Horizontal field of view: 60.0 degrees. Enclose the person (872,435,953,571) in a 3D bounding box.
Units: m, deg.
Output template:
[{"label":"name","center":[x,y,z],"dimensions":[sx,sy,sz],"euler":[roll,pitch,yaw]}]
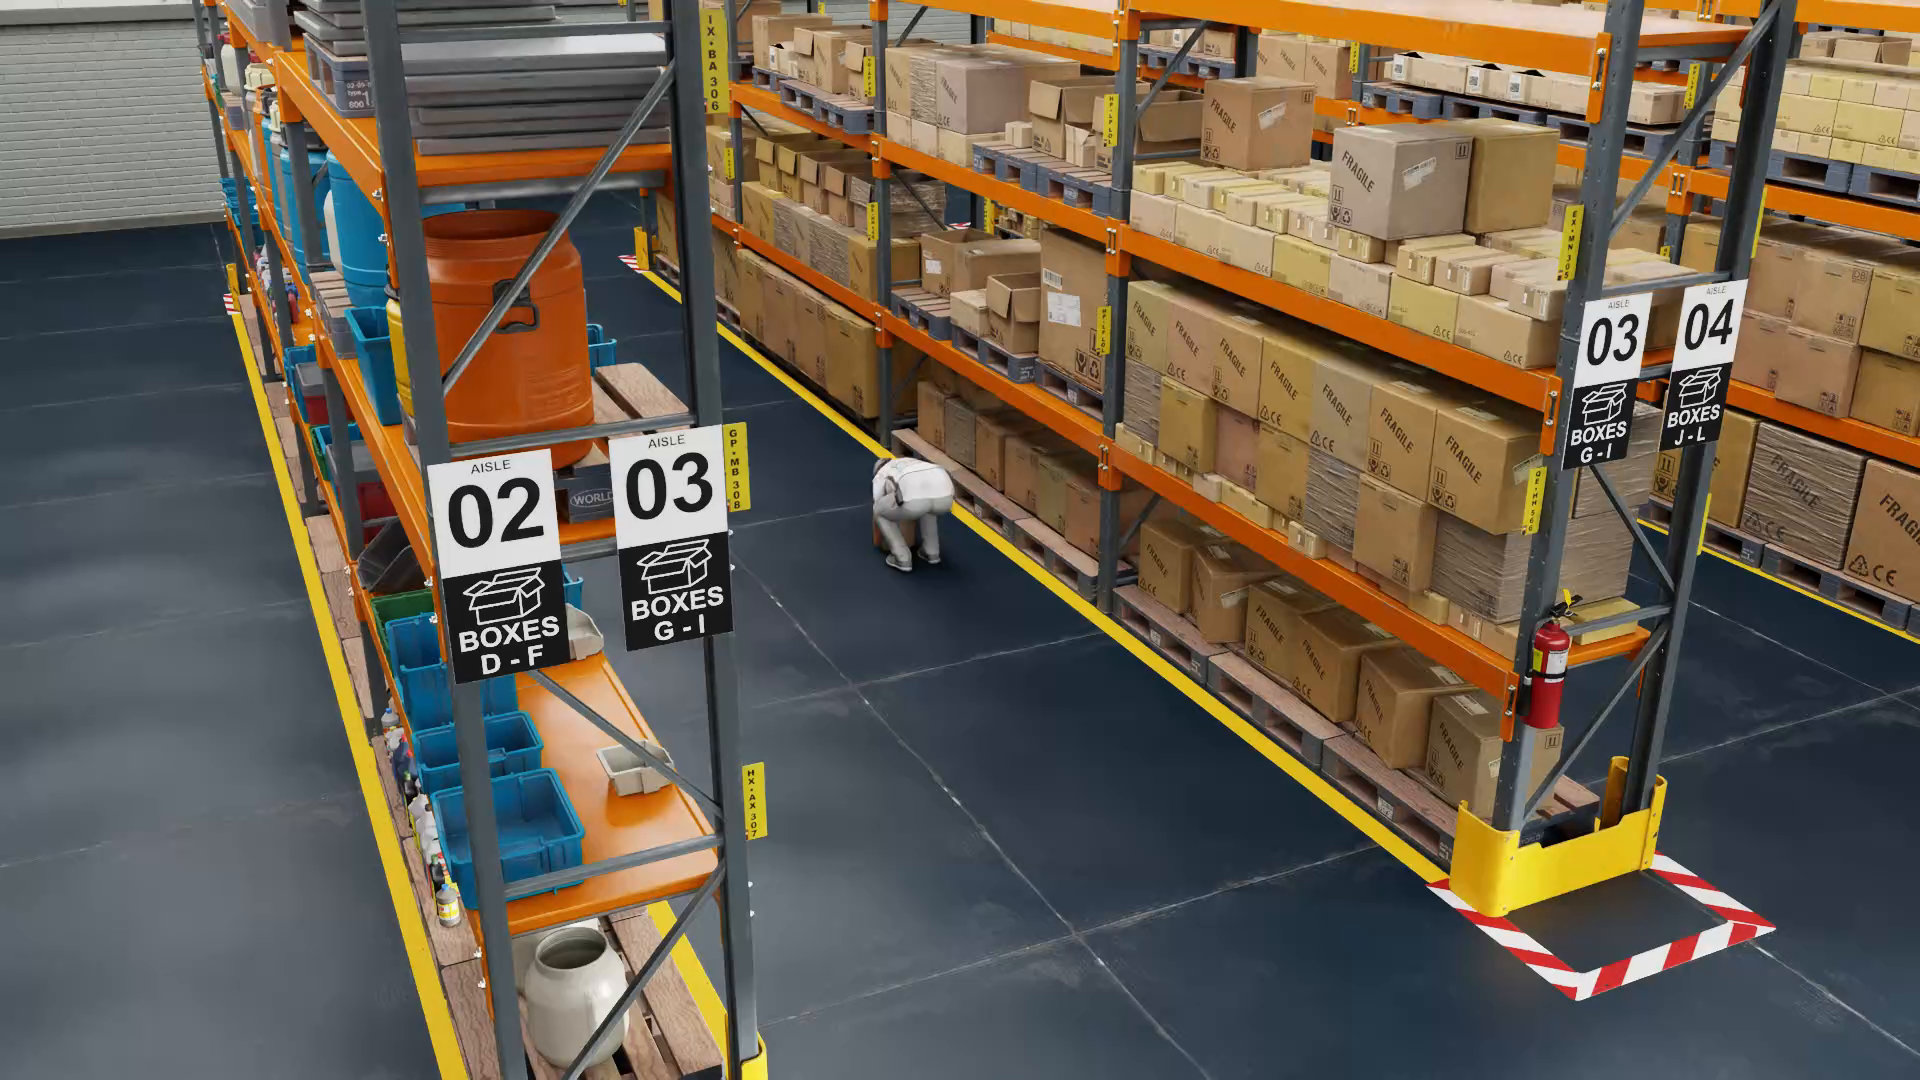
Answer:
[{"label":"person","center":[-0.417,-0.338,12.696],"dimensions":[0.492,1.003,0.948],"euler":[-12,25,-26]}]
